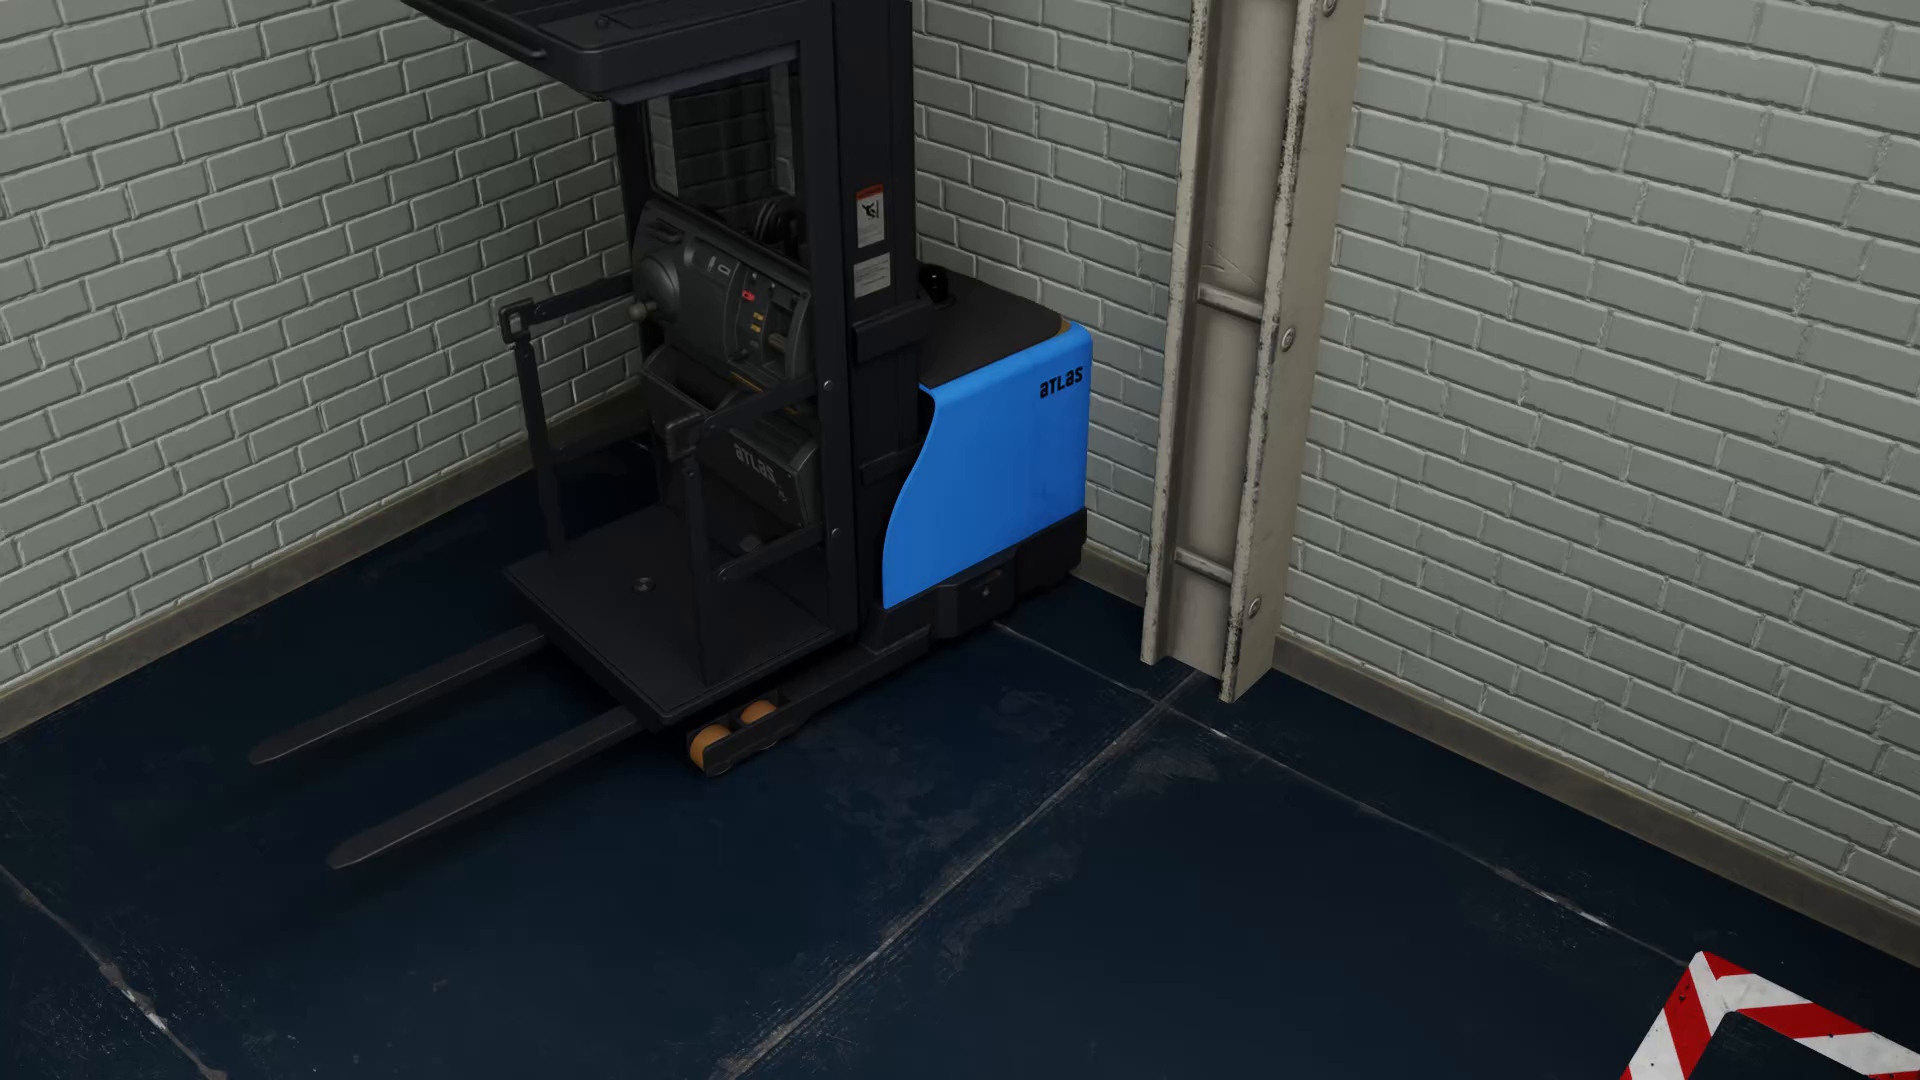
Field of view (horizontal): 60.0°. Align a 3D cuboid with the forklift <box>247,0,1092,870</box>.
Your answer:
[{"bbox_3d":[-0.939,-0.754,5.259,3.031,2.935,1.130,-26,42,-33],"label":"forklift"}]

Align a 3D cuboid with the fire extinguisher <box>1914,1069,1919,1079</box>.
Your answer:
[{"bbox_3d":[1.995,0.909,3.174,0.183,0.674,0.296,25,42,32],"label":"fire extinguisher"}]

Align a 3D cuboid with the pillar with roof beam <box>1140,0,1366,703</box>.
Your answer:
[{"bbox_3d":[-1.846,-1.393,0.829,0.400,9.000,9.100,25,42,32],"label":"pillar with roof beam"}]
